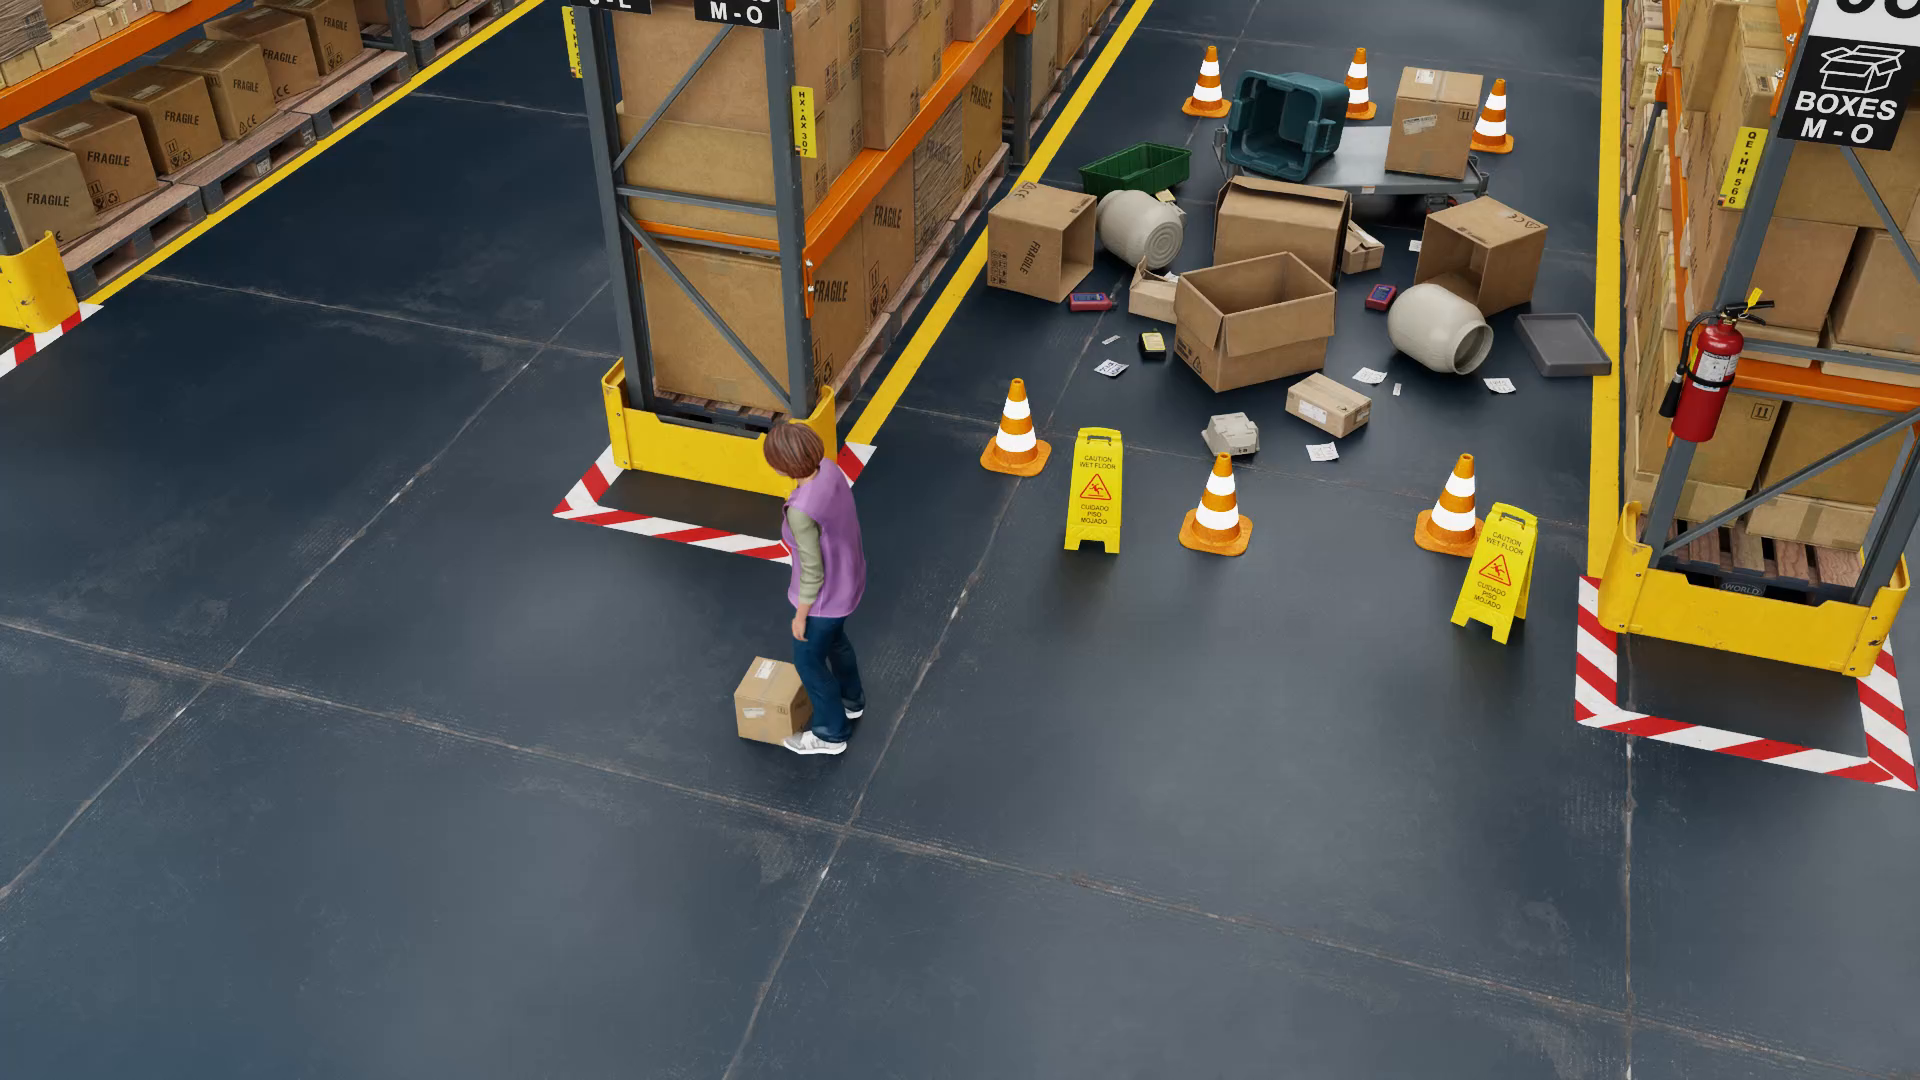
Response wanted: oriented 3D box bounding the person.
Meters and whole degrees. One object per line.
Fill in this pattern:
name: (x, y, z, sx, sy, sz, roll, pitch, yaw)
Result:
person: (-0.530, 0.264, 6.667, 0.291, 1.326, 0.461, 9, 38, 11)
